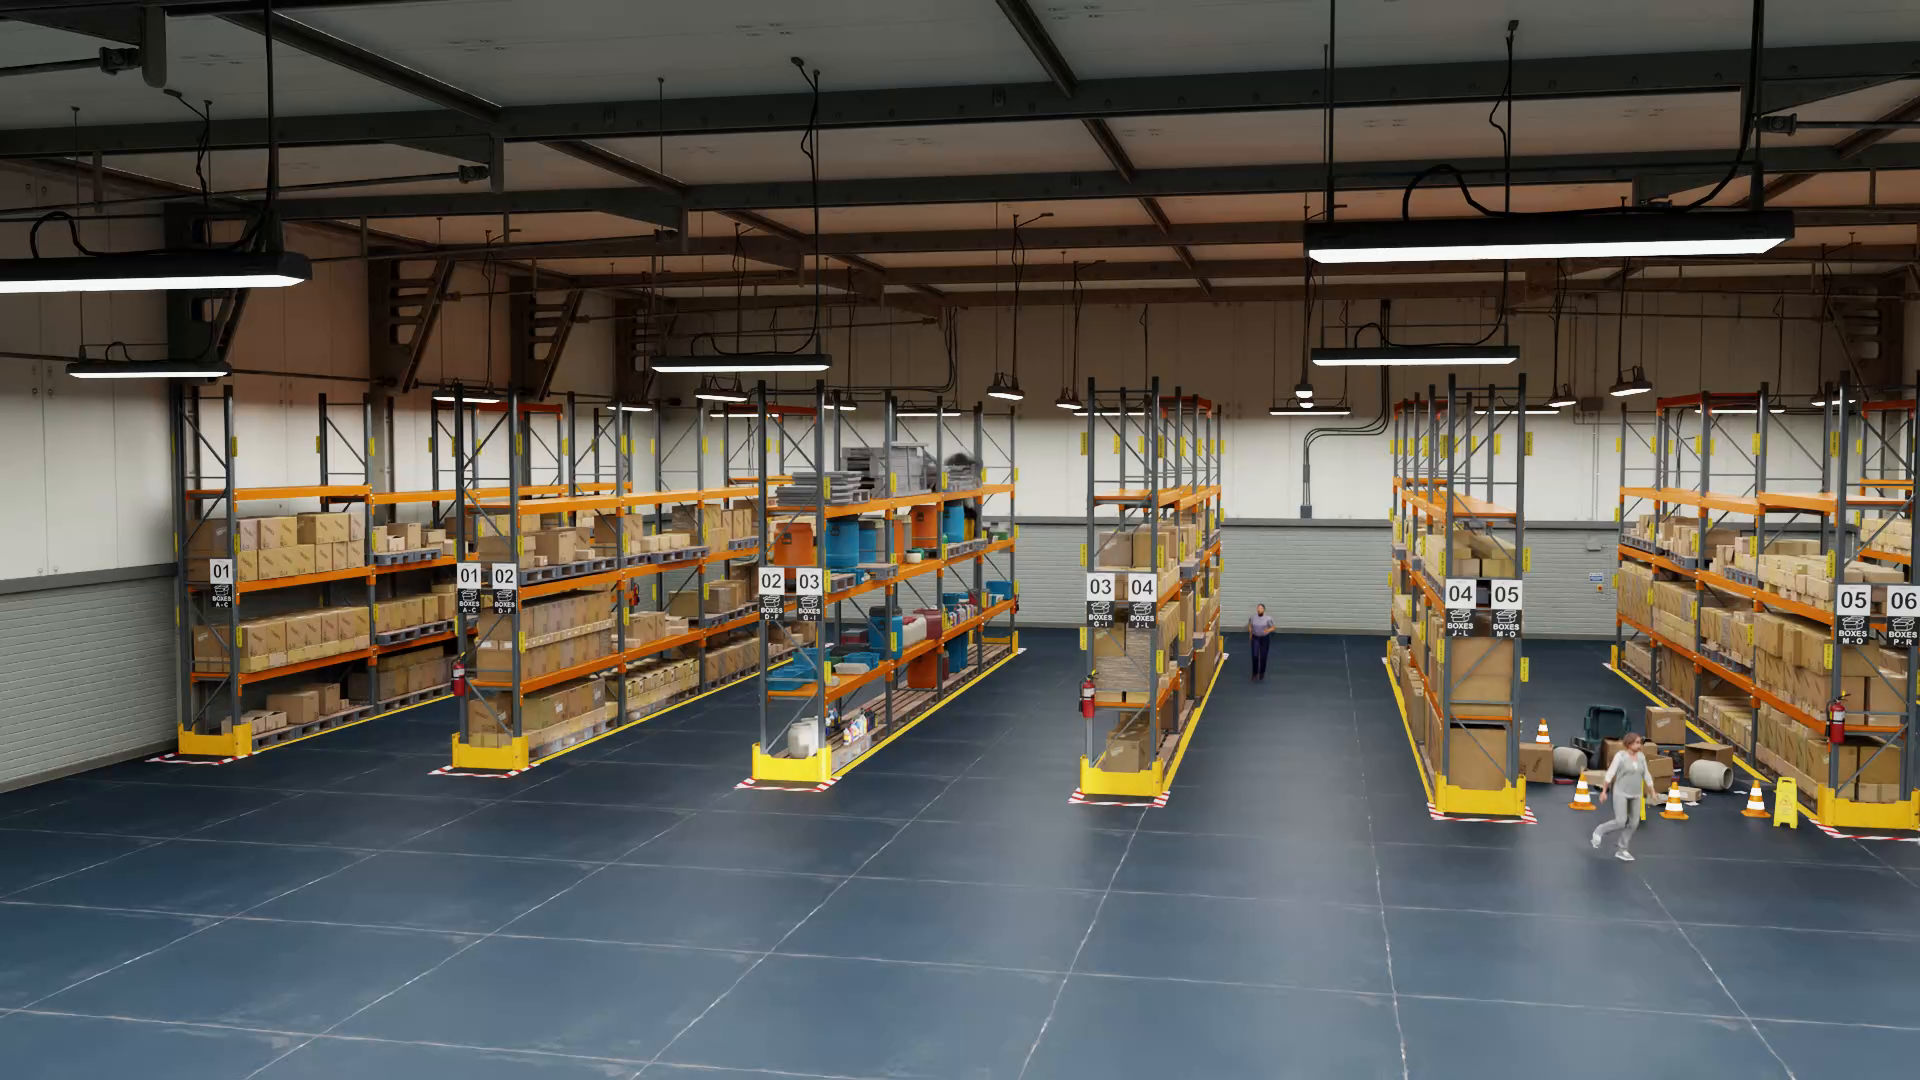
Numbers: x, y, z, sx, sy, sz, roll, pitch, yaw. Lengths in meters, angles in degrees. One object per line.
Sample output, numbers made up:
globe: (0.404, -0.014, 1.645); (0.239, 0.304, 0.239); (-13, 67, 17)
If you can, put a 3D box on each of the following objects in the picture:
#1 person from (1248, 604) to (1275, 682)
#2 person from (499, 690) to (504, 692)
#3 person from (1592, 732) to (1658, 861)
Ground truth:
person: (6.458, 2.214, 35.634); (0.576, 1.685, 0.720); (0, 3, 8)
person: (-8.546, 2.403, 31.404); (0.700, 1.695, 0.614); (-2, 4, -30)
person: (8.043, 3.093, 20.138); (0.574, 1.568, 0.645); (-1, 3, -13)
